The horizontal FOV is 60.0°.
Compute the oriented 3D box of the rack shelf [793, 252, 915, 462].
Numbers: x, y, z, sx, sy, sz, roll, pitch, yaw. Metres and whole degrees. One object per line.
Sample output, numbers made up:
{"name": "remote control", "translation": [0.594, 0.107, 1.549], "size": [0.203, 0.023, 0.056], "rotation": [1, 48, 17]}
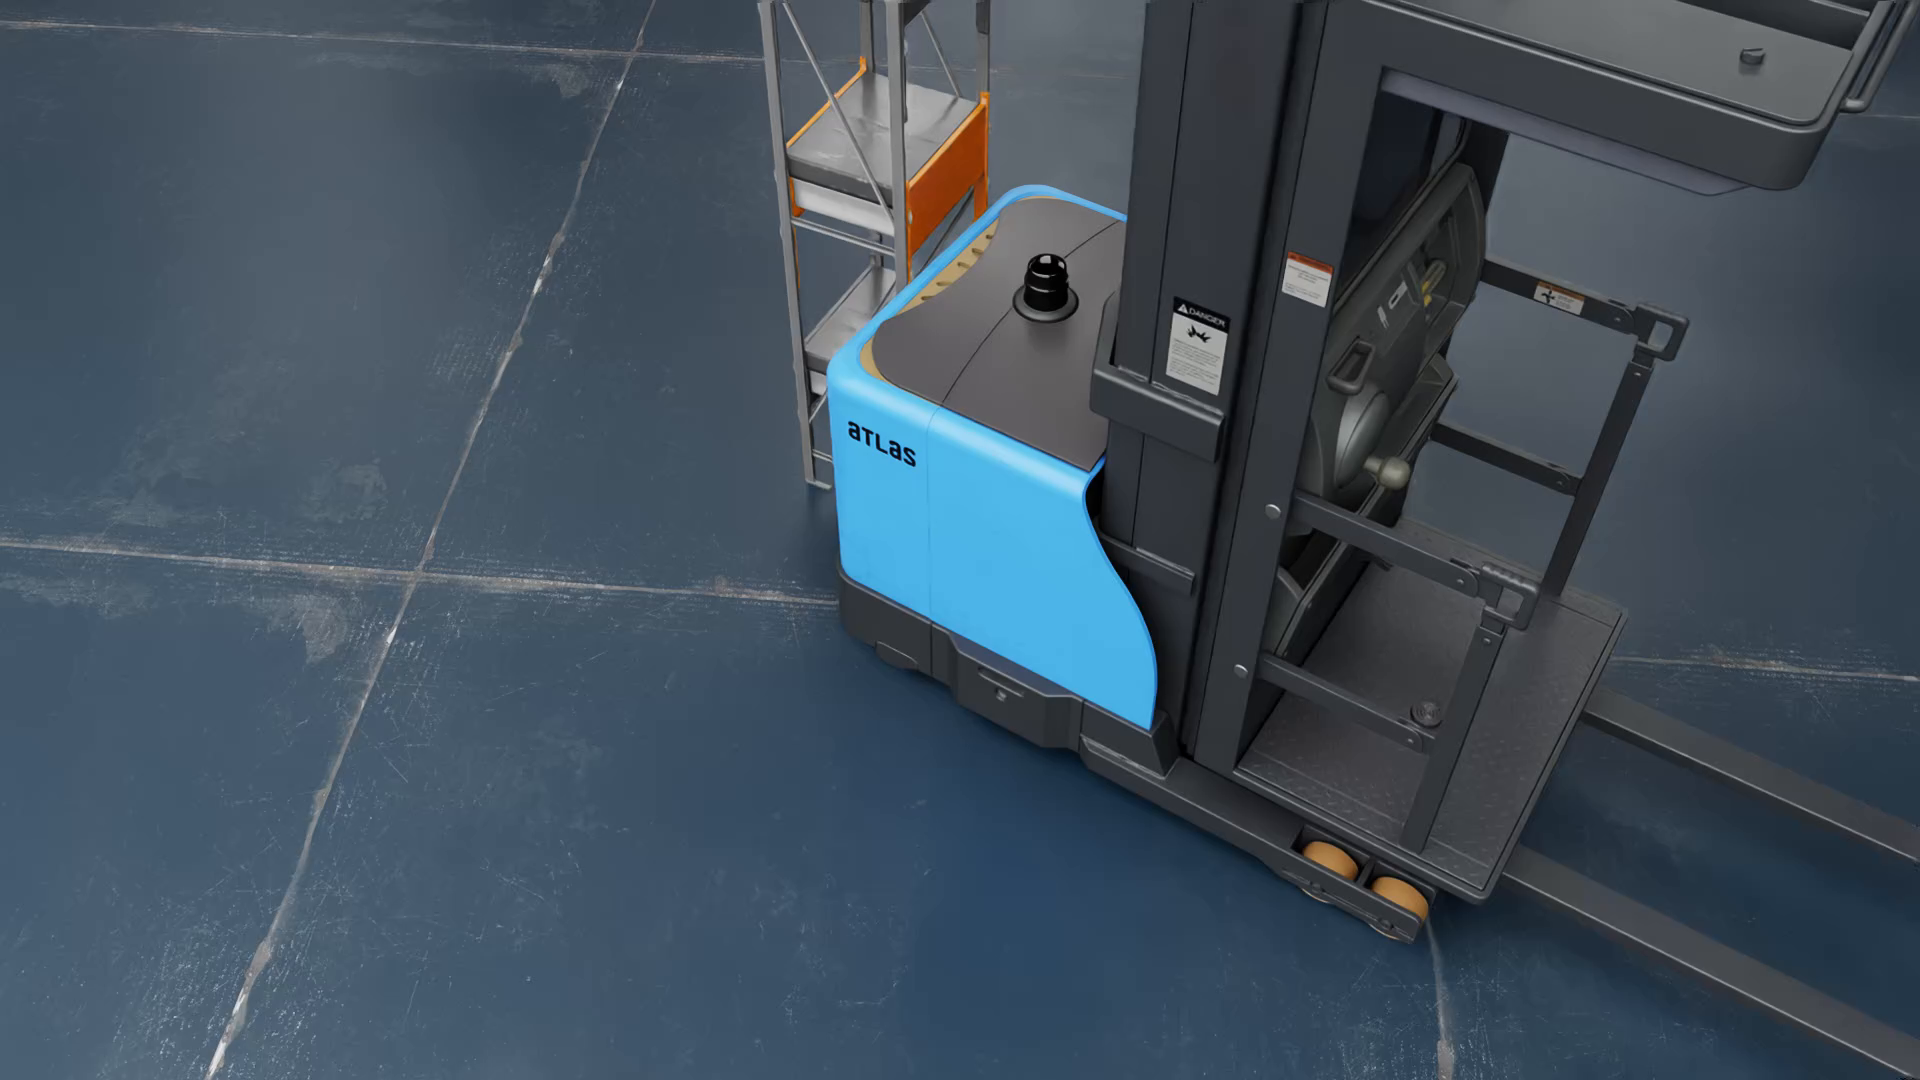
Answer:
{"name": "rack shelf", "translation": [-0.210, -0.513, 5.264], "size": [0.431, 0.518, 0.480], "rotation": [21, 51, 18]}

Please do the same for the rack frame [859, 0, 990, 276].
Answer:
{"name": "rack frame", "translation": [-0.099, -1.155, 4.883], "size": [0.400, 2.100, 0.015], "rotation": [21, 51, 18]}

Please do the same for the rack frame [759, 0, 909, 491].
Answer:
{"name": "rack frame", "translation": [-0.322, -0.835, 4.590], "size": [0.400, 2.100, 0.015], "rotation": [21, 51, 18]}

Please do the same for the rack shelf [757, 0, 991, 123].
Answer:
{"name": "rack shelf", "translation": [-0.210, -1.458, 4.230], "size": [0.431, 0.518, 0.480], "rotation": [21, 51, 18]}

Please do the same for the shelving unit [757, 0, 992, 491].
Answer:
{"name": "shelving unit", "translation": [-0.210, -0.995, 4.737], "size": [0.431, 2.100, 0.503], "rotation": [21, 51, 18]}

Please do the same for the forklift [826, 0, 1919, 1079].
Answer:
{"name": "forklift", "translation": [1.156, -0.411, 3.639], "size": [3.031, 2.935, 1.130], "rotation": [26, 53, 22]}

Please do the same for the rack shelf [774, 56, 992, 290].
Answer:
{"name": "rack shelf", "translation": [-0.210, -0.986, 4.747], "size": [0.431, 0.518, 0.480], "rotation": [21, 51, 18]}
